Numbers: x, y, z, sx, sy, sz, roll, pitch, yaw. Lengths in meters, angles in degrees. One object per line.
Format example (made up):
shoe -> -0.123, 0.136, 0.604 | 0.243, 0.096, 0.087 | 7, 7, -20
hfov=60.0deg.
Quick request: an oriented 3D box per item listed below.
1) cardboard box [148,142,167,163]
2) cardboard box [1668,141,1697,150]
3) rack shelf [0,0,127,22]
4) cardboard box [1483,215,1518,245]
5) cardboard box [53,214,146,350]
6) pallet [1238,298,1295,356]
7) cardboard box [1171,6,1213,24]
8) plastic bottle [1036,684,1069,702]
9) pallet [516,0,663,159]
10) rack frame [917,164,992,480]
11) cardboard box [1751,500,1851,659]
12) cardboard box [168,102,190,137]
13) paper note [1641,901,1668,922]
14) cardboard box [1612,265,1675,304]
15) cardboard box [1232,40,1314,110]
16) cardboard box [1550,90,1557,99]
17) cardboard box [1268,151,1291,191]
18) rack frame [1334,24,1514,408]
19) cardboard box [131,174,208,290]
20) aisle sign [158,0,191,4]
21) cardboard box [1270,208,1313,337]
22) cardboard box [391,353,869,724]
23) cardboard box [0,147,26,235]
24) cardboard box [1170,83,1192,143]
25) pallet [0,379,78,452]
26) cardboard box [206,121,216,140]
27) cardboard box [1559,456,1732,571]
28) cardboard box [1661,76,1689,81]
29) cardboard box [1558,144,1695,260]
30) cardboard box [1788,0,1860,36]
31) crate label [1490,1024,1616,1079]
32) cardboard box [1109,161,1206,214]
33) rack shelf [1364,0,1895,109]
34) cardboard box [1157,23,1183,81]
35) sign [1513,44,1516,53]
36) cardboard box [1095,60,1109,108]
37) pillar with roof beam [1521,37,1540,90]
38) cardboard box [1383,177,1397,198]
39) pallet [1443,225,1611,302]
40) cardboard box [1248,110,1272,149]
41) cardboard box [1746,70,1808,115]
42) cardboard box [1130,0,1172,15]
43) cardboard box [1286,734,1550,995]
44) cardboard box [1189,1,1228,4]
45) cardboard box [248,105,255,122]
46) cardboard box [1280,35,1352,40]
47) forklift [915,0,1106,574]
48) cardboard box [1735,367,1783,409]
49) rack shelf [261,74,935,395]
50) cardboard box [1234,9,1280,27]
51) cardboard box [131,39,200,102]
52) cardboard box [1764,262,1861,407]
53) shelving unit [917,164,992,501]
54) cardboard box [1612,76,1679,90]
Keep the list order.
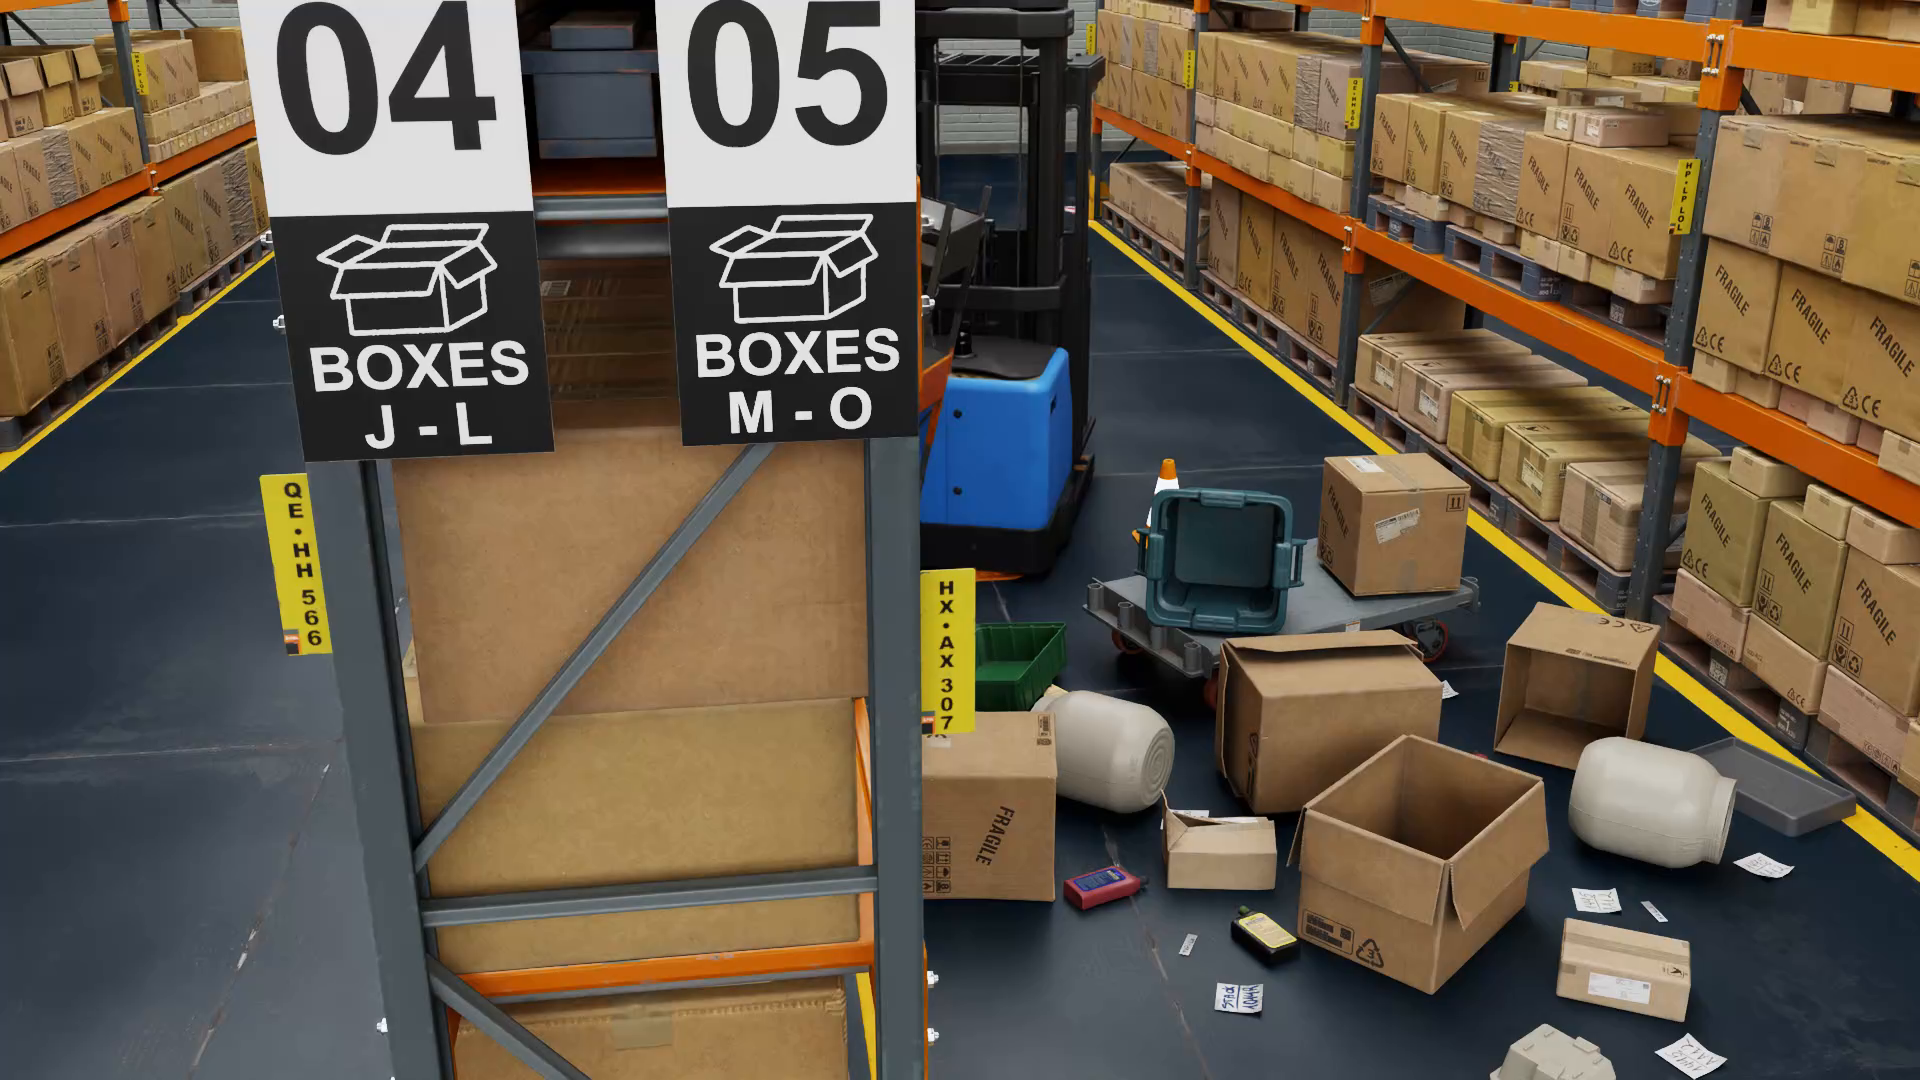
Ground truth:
cardboard box -> -6.938, -3.267, 14.035 | 0.380, 0.149, 0.250 | -3, 21, -8
cardboard box -> 3.878, -1.728, 8.388 | 0.500, 0.500, 0.500 | -3, 21, -8
rack shelf -> -6.937, -3.641, 11.419 | 1.077, 0.370, 4.000 | -3, 21, -8
cardboard box -> 3.206, -1.775, 9.441 | 0.380, 0.149, 0.250 | -2, 21, -6
cardboard box -> -6.983, -1.937, 12.551 | 1.225, 0.875, 0.875 | -4, 21, -10
pallet -> 2.946, -1.772, 13.659 | 1.003, 0.211, 1.213 | -3, 21, -8
cardboard box -> 2.211, -4.945, 15.670 | 0.380, 0.149, 0.250 | -3, 21, -8
plastic bottle -> 0.384, 0.685, 7.294 | 0.133, 0.061, 0.283 | -15, 25, -35
pallet -> -0.690, -0.946, 3.301 | 1.003, 0.211, 1.213 | -3, 21, -8
rack frame -> -0.264, -0.784, 8.235 | 0.400, 2.100, 0.015 | 20, 26, 14
cardboard box -> 3.641, 0.147, 6.792 | 0.500, 0.500, 0.500 | -2, 21, -6
cardboard box -> -7.100, -3.683, 14.578 | 0.500, 0.250, 0.500 | -3, 21, -8
paper note -> 2.404, 1.286, 5.758 | 0.032, 0.001, 0.123 | -3, 21, -8
cardboard box -> 3.387, -1.239, 8.004 | 0.380, 0.149, 0.250 | -3, 21, -7
cardboard box -> 2.531, -3.765, 13.438 | 0.500, 0.500, 0.500 | -3, 21, -9
cardboard box -> 6.847, -4.981, 18.625 | 0.380, 0.149, 0.250 | -3, 21, -8
cardboard box -> 2.682, -2.823, 12.702 | 0.500, 0.250, 0.500 | -3, 21, -8
rack frame -> 3.158, -2.380, 11.302 | 1.000, 3.000, 0.127 | -3, 21, -8
cardboard box -> -7.241, -2.699, 14.593 | 0.875, 0.875, 0.875 | -3, 21, -8
aisle sign -> -8.109, -5.878, 16.951 | 0.394, 0.787, 0.004 | -3, 21, -8
cardboard box -> 3.016, -2.134, 13.079 | 0.875, 0.875, 0.875 | -3, 21, -7
cardboard box -> -0.588, -0.032, 3.258 | 0.875, 0.550, 0.550 | -3, 21, -8
cardboard box -> -6.526, -2.288, 10.911 | 0.500, 0.500, 0.500 | -3, 21, -9
cardboard box -> 2.262, -3.960, 15.388 | 0.500, 0.500, 0.500 | -3, 21, -7
pallet -> -6.687, -0.851, 11.193 | 1.003, 0.211, 1.213 | -3, 21, -8
cardboard box -> -7.165, -3.806, 15.480 | 0.380, 0.149, 0.250 | -4, 21, -9
cardboard box -> 3.657, -0.142, 8.466 | 0.950, 0.372, 0.625 | -3, 21, -7
cardboard box -> 7.537, -4.623, 17.096 | 0.500, 0.250, 0.500 | -2, 21, -7
cardboard box -> 3.368, -1.698, 8.308 | 0.500, 0.500, 0.500 | -3, 21, -7
cardboard box -> 3.517, -2.069, 6.540 | 0.380, 0.149, 0.250 | -3, 21, -8
crate label -> 1.749, 1.551, 4.866 | 0.250, 0.136, 0.298 | -15, 25, -35
cardboard box -> 2.199, -3.923, 18.494 | 0.875, 0.438, 0.875 | -4, 21, -10
rack shelf -> 3.446, -2.756, 9.049 | 1.077, 0.370, 4.000 | -3, 21, -8
cardboard box -> 2.175, -4.606, 15.689 | 0.500, 0.500, 0.500 | -3, 21, -9
sign -> 6.379, -5.780, 19.167 | 0.100, 0.325, 0.005 | -3, 21, -8
cardboard box -> 1.790, -5.016, 18.217 | 0.500, 0.500, 0.500 | -3, 21, -8
pillar with roof beam -> 3.159, -8.974, 20.382 | 9.100, 9.000, 0.400 | -3, 21, -8
cardboard box -> 3.021, -2.337, 10.946 | 0.380, 0.149, 0.250 | -4, 21, -11
pallet -> 3.484, -1.607, 9.506 | 1.003, 0.211, 1.213 | -3, 21, -8
cardboard box -> 2.590, -3.232, 13.083 | 0.500, 0.250, 0.500 | -4, 21, -9
cardboard box -> 7.416, -3.902, 14.634 | 0.700, 0.500, 0.500 | -3, 21, -7
cardboard box -> 1.960, -5.471, 17.078 | 0.380, 0.149, 0.250 | -3, 21, -7
cardboard box -> 1.553, 1.079, 5.609 | 0.637, 0.503, 0.797 | 17, 27, 39
cardboard box -> 2.512, -5.324, 16.685 | 0.380, 0.149, 0.250 | -2, 21, -6
cardboard box -> -7.385, -4.336, 16.897 | 0.380, 0.149, 0.250 | -3, 21, -7
cardboard box -> 2.976, -3.960, 13.959 | 0.500, 0.500, 0.500 | -3, 21, -7
forklift -> 0.216, -1.678, 9.519 | 1.130, 2.935, 3.031 | 4, 21, 10
cardboard box -> 3.550, -0.668, 7.075 | 0.380, 0.149, 0.250 | -2, 21, -6
rack shelf -> -0.861, -1.086, 4.579 | 1.077, 0.370, 4.000 | -3, 21, -8
cardboard box -> 2.740, -4.795, 15.267 | 0.380, 0.149, 0.250 | -3, 21, -7
cardboard box -> -7.184, -4.215, 14.932 | 0.500, 0.500, 0.500 | -4, 21, -9
cardboard box -> 3.618, -0.842, 6.617 | 0.500, 0.500, 0.500 | -3, 21, -8
shelving unit -> -0.349, -0.703, 8.021 | 0.431, 2.100, 0.503 | 20, 26, 14
cardboard box -> 7.032, -4.596, 17.023 | 0.500, 0.250, 0.500 | -3, 21, -8
